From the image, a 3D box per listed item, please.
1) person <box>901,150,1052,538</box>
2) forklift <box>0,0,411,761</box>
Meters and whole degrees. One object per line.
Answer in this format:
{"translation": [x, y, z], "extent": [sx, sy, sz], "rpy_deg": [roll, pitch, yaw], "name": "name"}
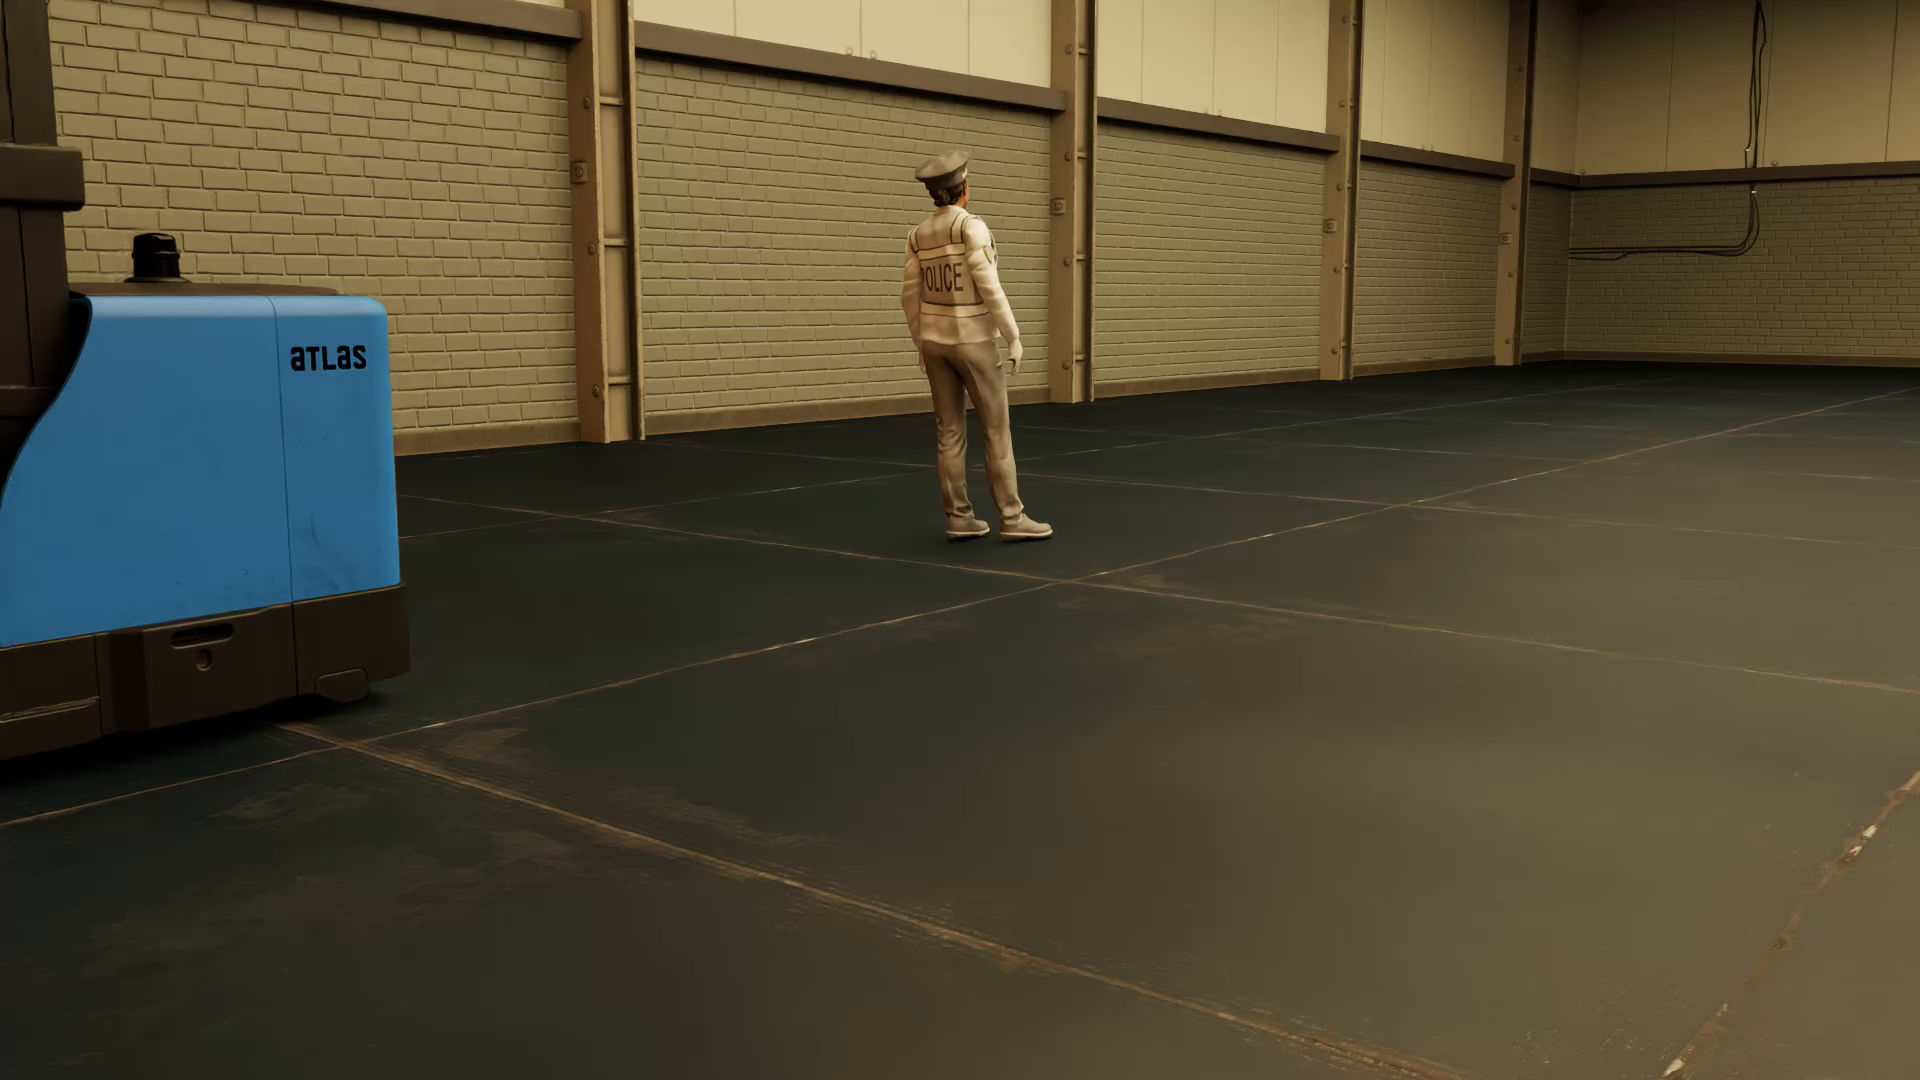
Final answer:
{"translation": [0.049, -0.853, 7.330], "extent": [0.586, 1.694, 0.530], "rpy_deg": [7, 11, 38], "name": "person"}
{"translation": [-2.782, -0.899, 3.426], "extent": [1.130, 2.935, 3.031], "rpy_deg": [6, 10, 37], "name": "forklift"}
